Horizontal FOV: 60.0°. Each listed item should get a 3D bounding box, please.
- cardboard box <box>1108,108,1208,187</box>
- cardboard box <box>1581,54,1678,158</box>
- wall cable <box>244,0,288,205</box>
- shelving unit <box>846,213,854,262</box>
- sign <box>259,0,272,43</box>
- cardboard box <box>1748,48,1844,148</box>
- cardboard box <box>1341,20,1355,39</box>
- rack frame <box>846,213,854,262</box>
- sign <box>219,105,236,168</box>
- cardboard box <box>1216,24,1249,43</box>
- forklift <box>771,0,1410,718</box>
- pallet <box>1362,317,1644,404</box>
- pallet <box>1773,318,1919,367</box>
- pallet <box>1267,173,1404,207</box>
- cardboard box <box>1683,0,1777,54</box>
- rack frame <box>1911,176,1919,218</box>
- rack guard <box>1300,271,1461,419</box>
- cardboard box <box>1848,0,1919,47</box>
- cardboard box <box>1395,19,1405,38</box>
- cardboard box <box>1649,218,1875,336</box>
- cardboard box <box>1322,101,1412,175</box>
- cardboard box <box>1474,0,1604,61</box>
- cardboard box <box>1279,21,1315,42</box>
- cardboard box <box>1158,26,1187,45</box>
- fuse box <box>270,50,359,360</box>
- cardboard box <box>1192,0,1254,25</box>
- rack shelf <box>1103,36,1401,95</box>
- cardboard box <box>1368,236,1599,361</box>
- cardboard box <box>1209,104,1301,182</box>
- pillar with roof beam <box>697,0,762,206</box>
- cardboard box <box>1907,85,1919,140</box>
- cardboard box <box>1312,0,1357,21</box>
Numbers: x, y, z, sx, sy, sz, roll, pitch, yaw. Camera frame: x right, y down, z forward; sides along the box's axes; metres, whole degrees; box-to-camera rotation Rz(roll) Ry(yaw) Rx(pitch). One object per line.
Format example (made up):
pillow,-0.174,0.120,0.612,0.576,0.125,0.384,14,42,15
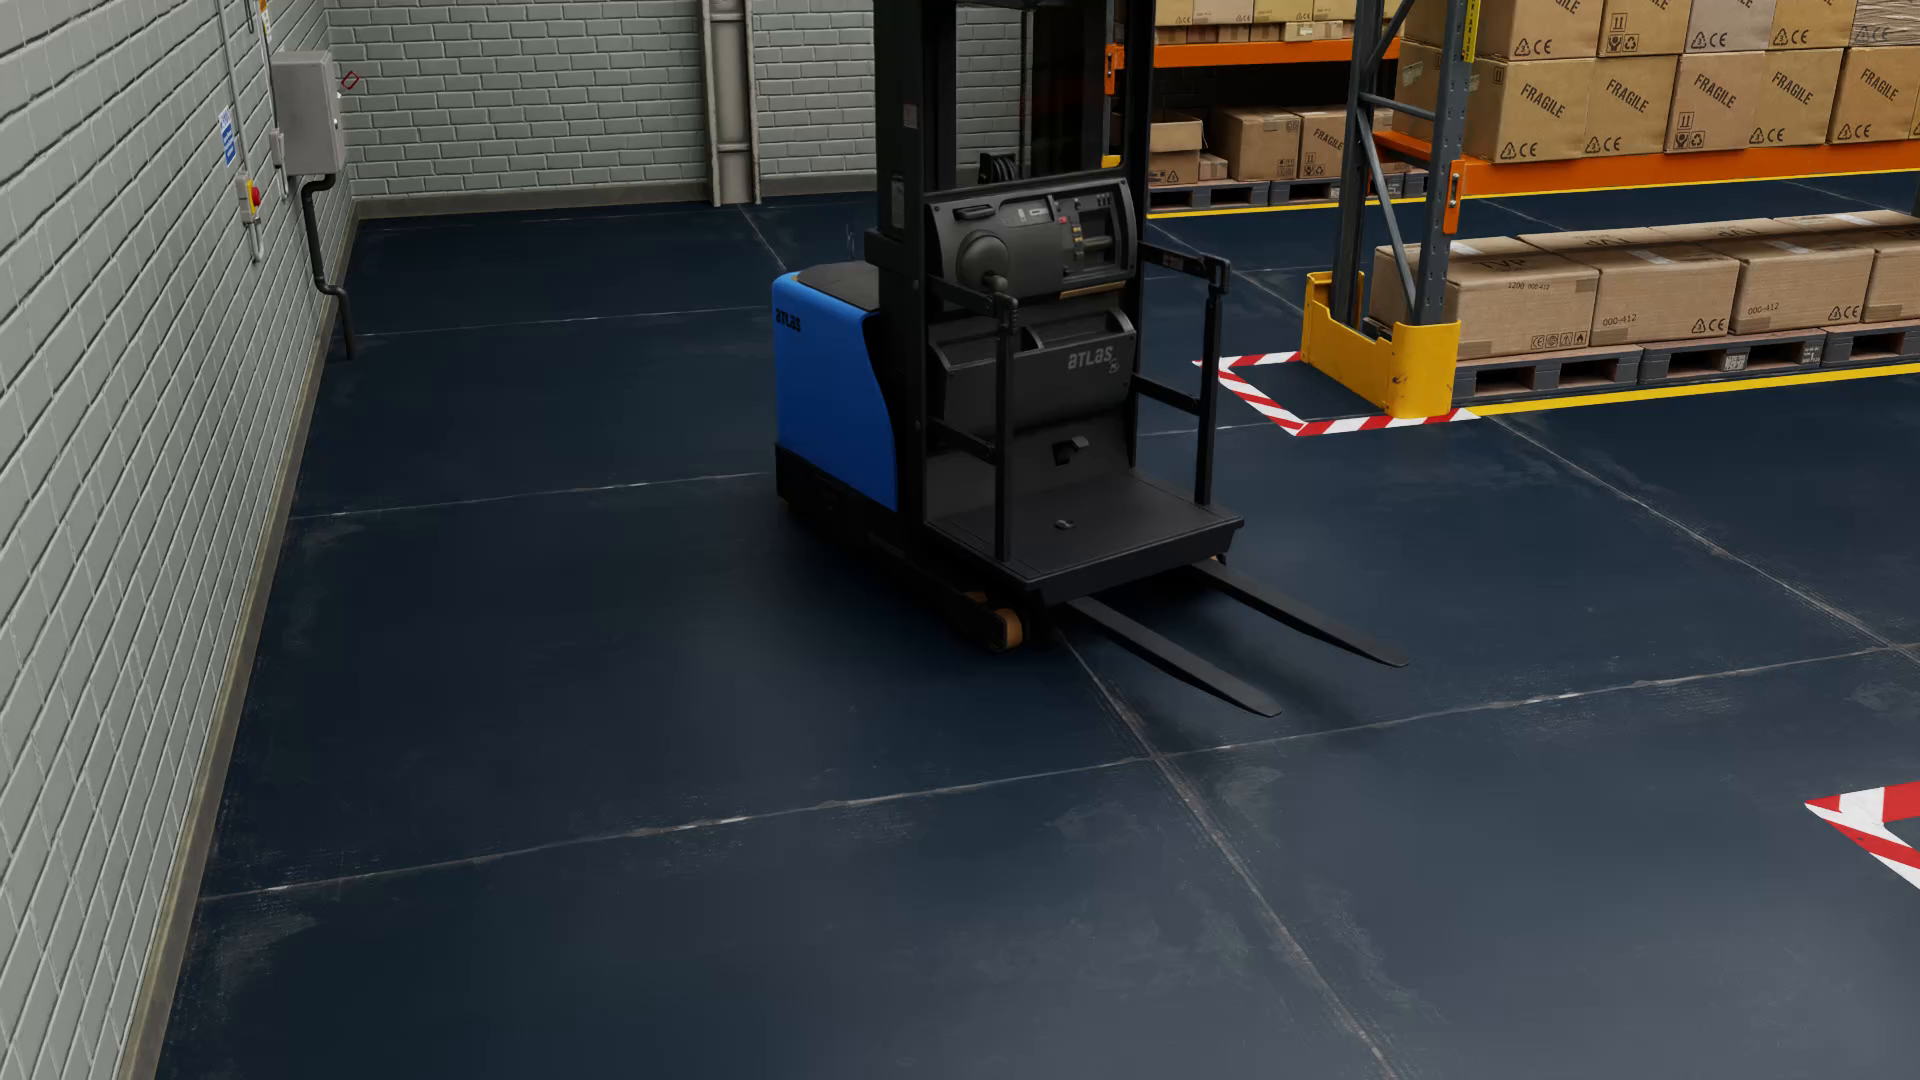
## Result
cardboard box,1.587,-3.208,13.555,0.637,0.503,0.797,-7,24,-16
cardboard box,3.337,-2.301,8.682,0.500,0.500,0.500,-7,24,-15
wall cable,-3.500,-2.643,8.318,0.122,1.984,0.588,-6,24,-14
shelving unit,-0.414,-0.929,7.892,0.189,1.200,0.258,1,23,3
sign,-3.717,-2.789,8.898,0.001,0.242,0.339,-6,24,-14
cardboard box,4.309,-2.408,8.932,0.500,0.500,0.500,-6,24,-13
cardboard box,3.095,-4.156,13.450,0.250,0.149,0.380,-6,24,-14
rack frame,-0.506,-0.930,7.896,0.006,1.200,0.240,1,23,3
sign,-3.151,-1.738,7.155,0.001,0.218,0.327,-6,24,-14
cardboard box,2.099,-4.038,13.174,0.250,0.149,0.380,-6,24,-13
forklift,0.415,-1.139,6.188,1.130,2.935,3.031,-15,28,-31
pallet,3.066,-1.082,9.504,1.213,0.211,1.003,-6,24,-14
pallet,5.415,-1.342,10.110,1.213,0.211,1.003,-6,24,-14
pallet,2.986,-3.073,14.145,1.213,0.211,1.003,-6,24,-14
cardboard box,3.845,-2.813,8.606,0.500,0.500,0.500,-6,24,-15
rack frame,6.169,-2.675,9.679,0.127,3.000,1.000,-6,24,-14
rack guard,2.294,-1.097,9.173,0.348,0.500,1.175,-6,24,-14
cardboard box,4.811,-2.916,8.848,0.500,0.500,0.500,-6,24,-14
cardboard box,3.599,-4.185,13.518,0.250,0.149,0.380,-7,24,-15
cardboard box,4.673,-1.569,9.818,0.875,0.438,0.875,-7,24,-16
cardboard box,3.420,-3.393,13.991,0.500,0.500,0.700,-7,24,-16
cardboard box,2.856,-2.697,8.337,0.500,0.500,0.500,-7,24,-16
cardboard box,2.617,-4.066,13.242,0.250,0.149,0.380,-7,24,-16
cardboard box,1.596,-3.993,13.070,0.250,0.149,0.380,-6,24,-13
fuse box,-3.533,-1.860,9.415,0.414,1.711,0.539,-6,24,-14
cardboard box,1.968,-4.200,13.048,0.500,0.250,0.500,-6,24,-14
rack shelf,2.899,-4.015,13.716,4.000,0.370,1.077,-6,24,-14
cardboard box,2.926,-1.372,9.361,0.875,0.438,0.875,-7,24,-16
cardboard box,2.421,-3.282,13.733,0.500,0.500,0.700,-5,24,-12
pillar with roof beam,-0.704,-5.310,8.214,0.400,9.000,9.100,-6,24,-14
cardboard box,5.297,-2.517,9.186,0.500,0.500,0.500,-7,24,-16
cardboard box,2.942,-4.318,13.323,0.500,0.250,0.500,-7,24,-16
